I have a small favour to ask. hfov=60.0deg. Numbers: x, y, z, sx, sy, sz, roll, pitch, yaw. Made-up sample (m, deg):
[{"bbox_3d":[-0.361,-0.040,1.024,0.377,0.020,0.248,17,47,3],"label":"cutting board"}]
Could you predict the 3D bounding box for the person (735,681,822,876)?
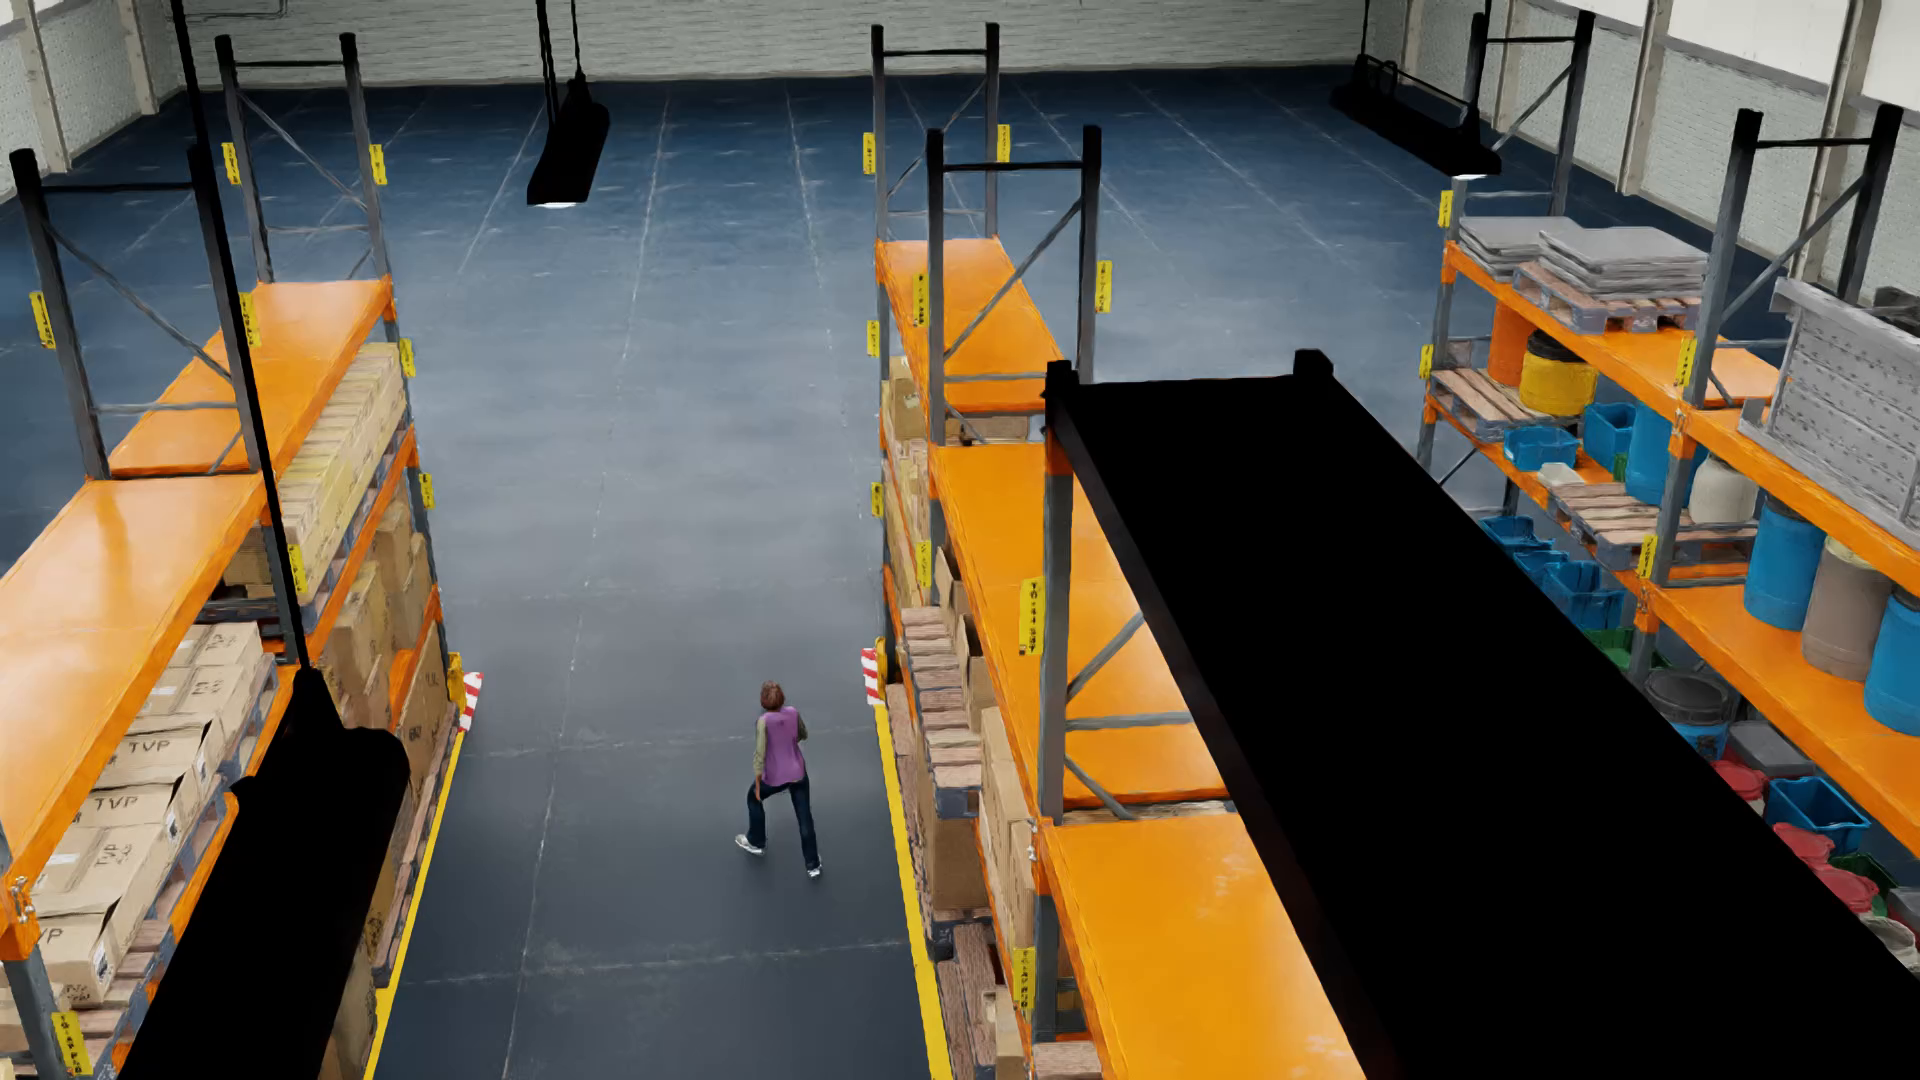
[{"bbox_3d":[-1.393,1.835,12.876,0.569,1.524,0.733,-13,28,-25],"label":"person"}]
